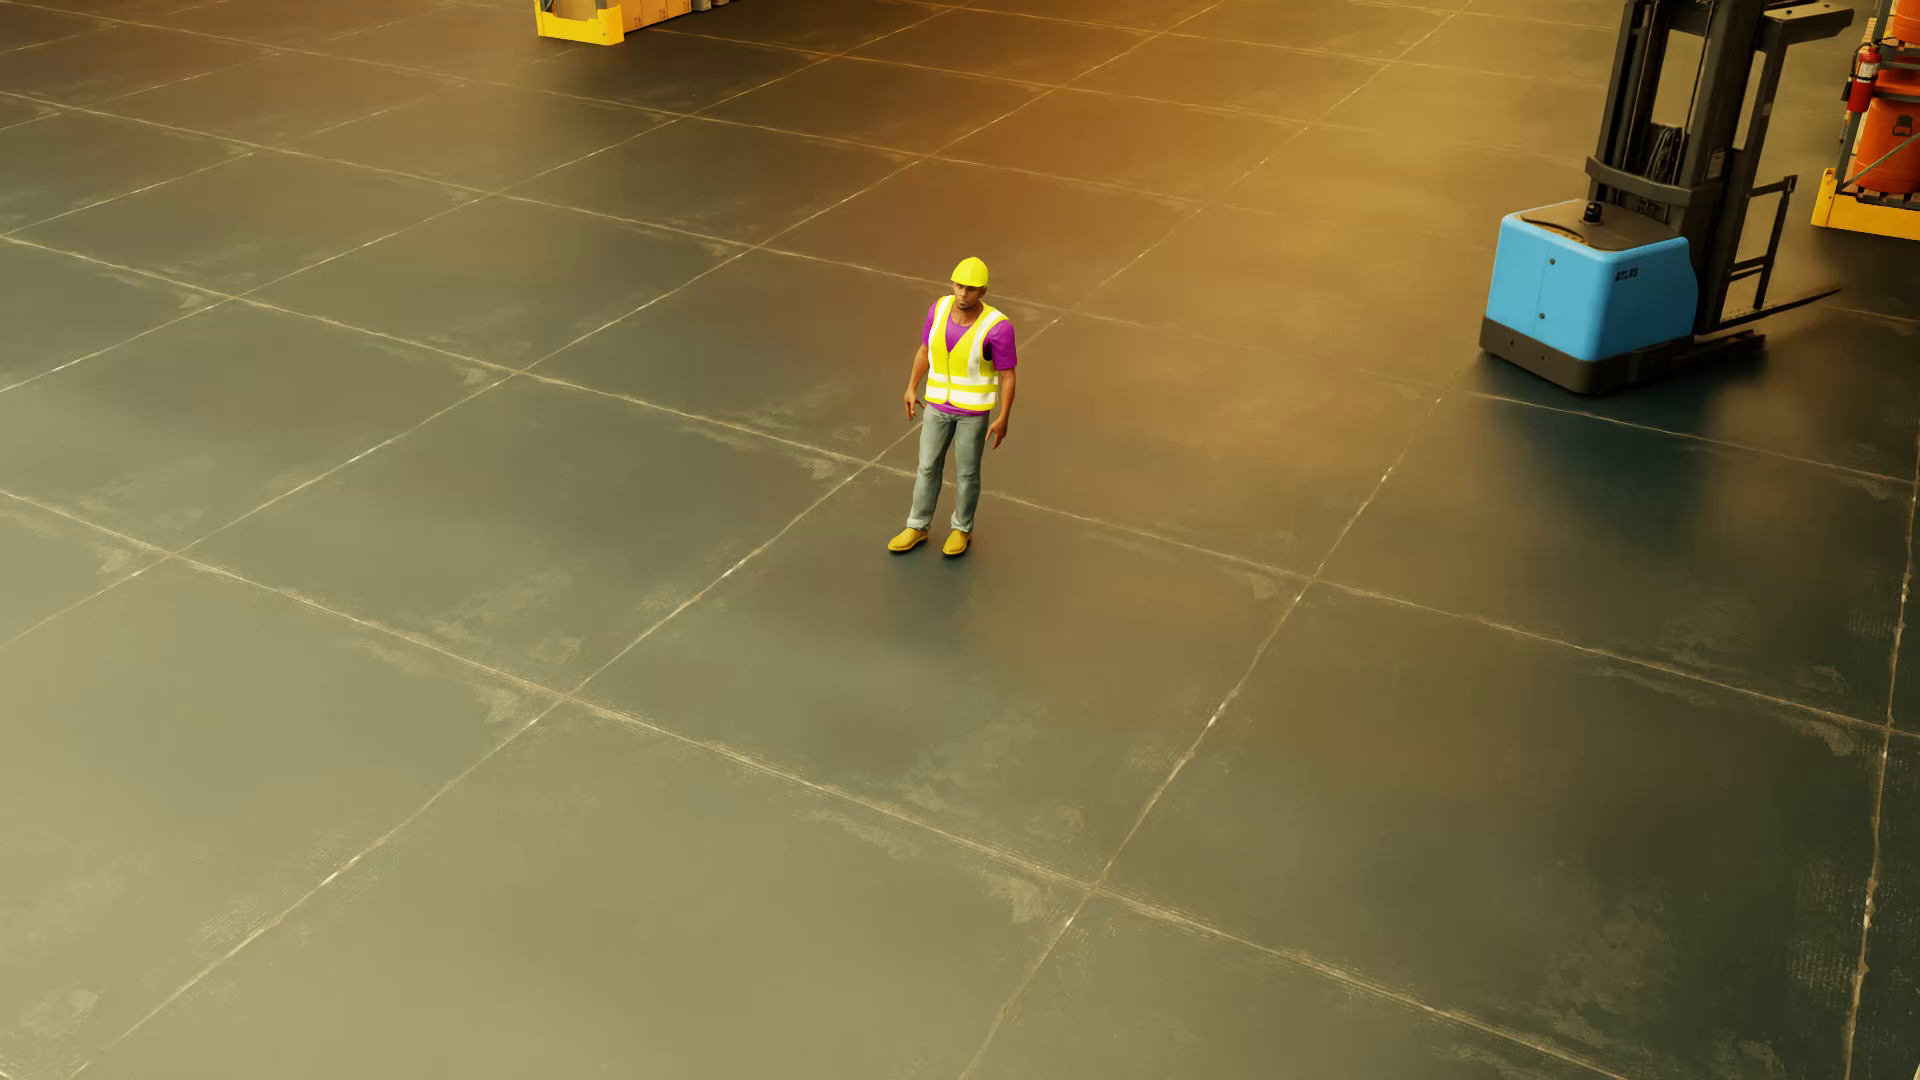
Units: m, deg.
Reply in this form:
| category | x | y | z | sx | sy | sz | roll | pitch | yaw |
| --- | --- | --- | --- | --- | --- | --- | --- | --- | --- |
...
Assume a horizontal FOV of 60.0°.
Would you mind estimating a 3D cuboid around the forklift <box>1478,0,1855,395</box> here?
| category | x | y | z | sx | sy | sz | roll | pitch | yaw |
| --- | --- | --- | --- | --- | --- | --- | --- | --- | --- |
| forklift | 5.396 | -2.815 | 11.948 | 3.031 | 2.935 | 1.130 | -16 | 34 | -25 |

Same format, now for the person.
| category | x | y | z | sx | sy | sz | roll | pitch | yaw |
| --- | --- | --- | --- | --- | --- | --- | --- | --- | --- |
| person | -0.039 | -0.743 | 9.508 | 0.665 | 1.765 | 0.577 | 15 | 33 | 25 |
